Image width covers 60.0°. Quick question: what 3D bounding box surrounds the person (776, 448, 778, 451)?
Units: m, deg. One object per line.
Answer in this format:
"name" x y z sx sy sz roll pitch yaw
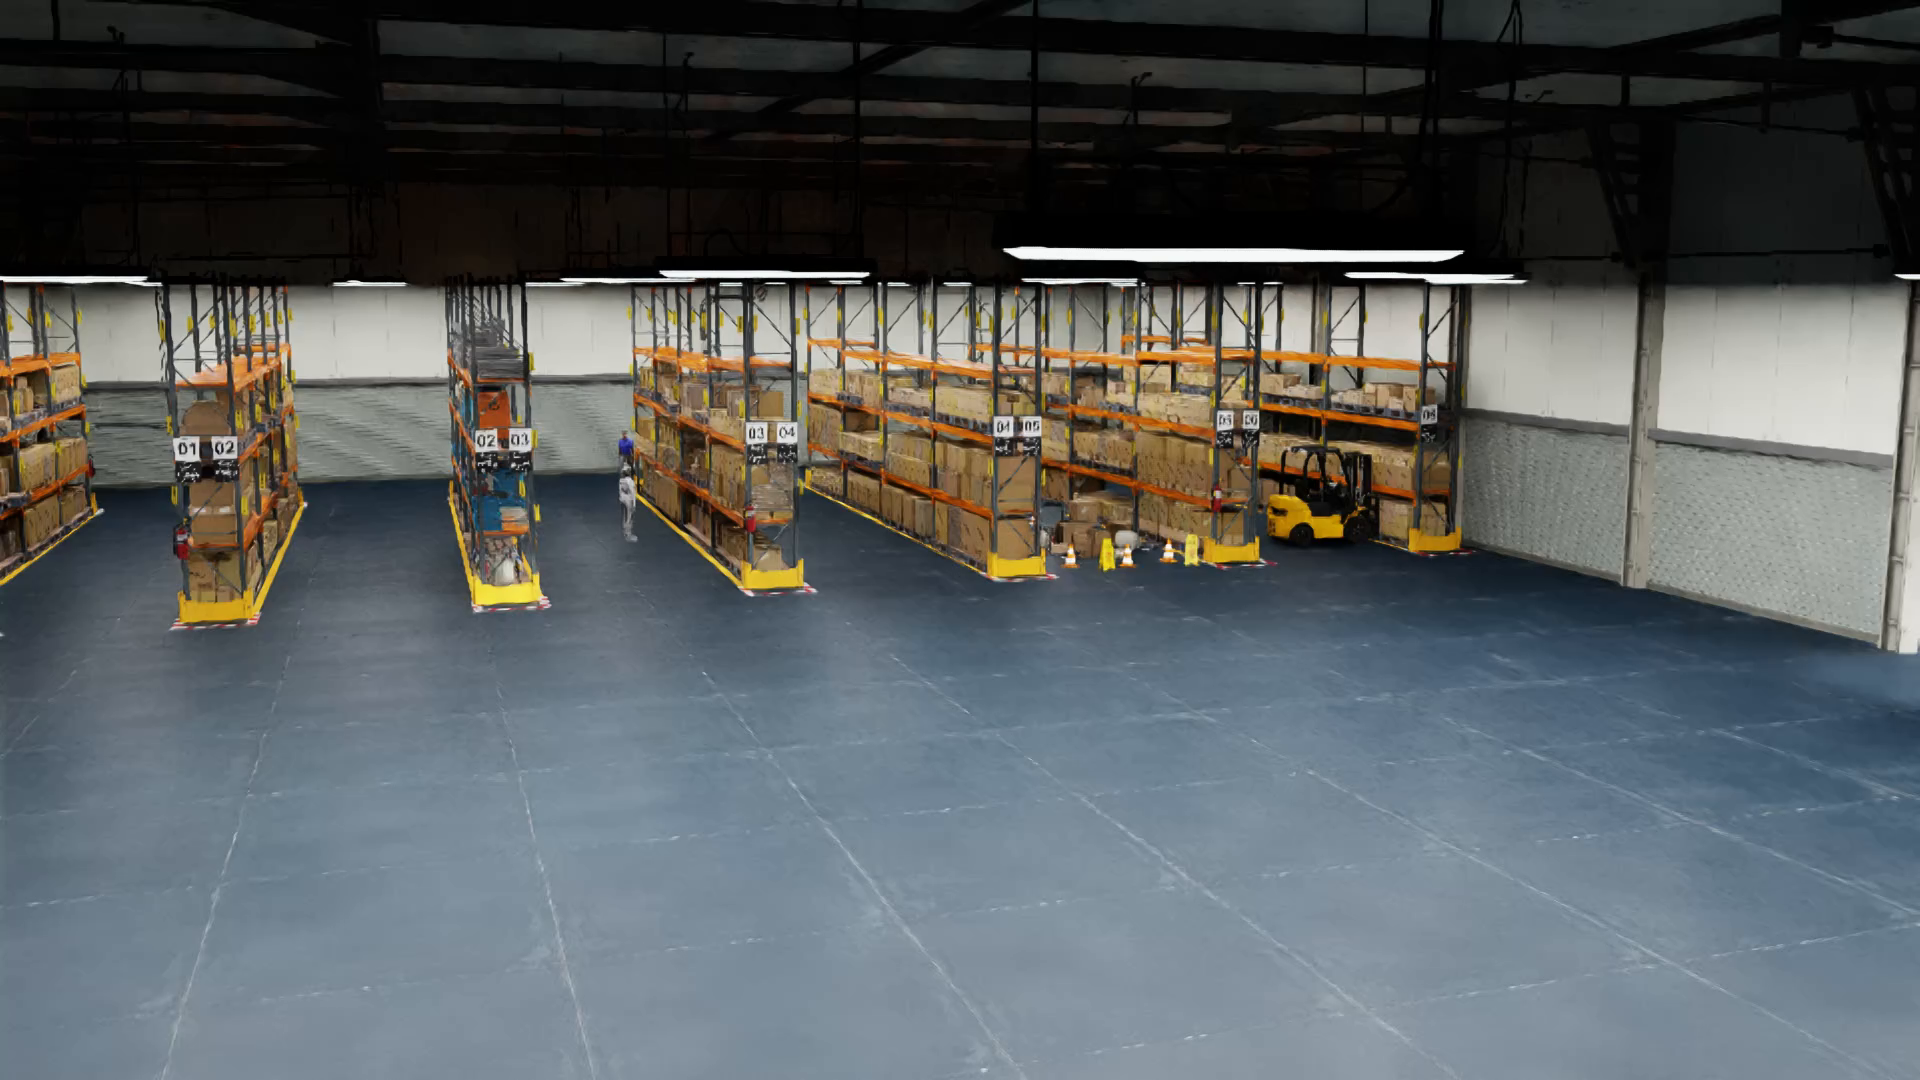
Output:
"person" -4.909 -2.027 45.473 0.575 1.786 0.681 -1 9 -6

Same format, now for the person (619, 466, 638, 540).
"person" -7.574 -0.854 38.094 0.537 1.676 0.410 7 11 40

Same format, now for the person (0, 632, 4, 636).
"person" -16.162 0.823 27.116 0.563 1.655 0.734 3 9 19

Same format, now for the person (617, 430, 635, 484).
"person" -9.844 -2.479 49.155 0.505 1.591 0.925 0 9 3
